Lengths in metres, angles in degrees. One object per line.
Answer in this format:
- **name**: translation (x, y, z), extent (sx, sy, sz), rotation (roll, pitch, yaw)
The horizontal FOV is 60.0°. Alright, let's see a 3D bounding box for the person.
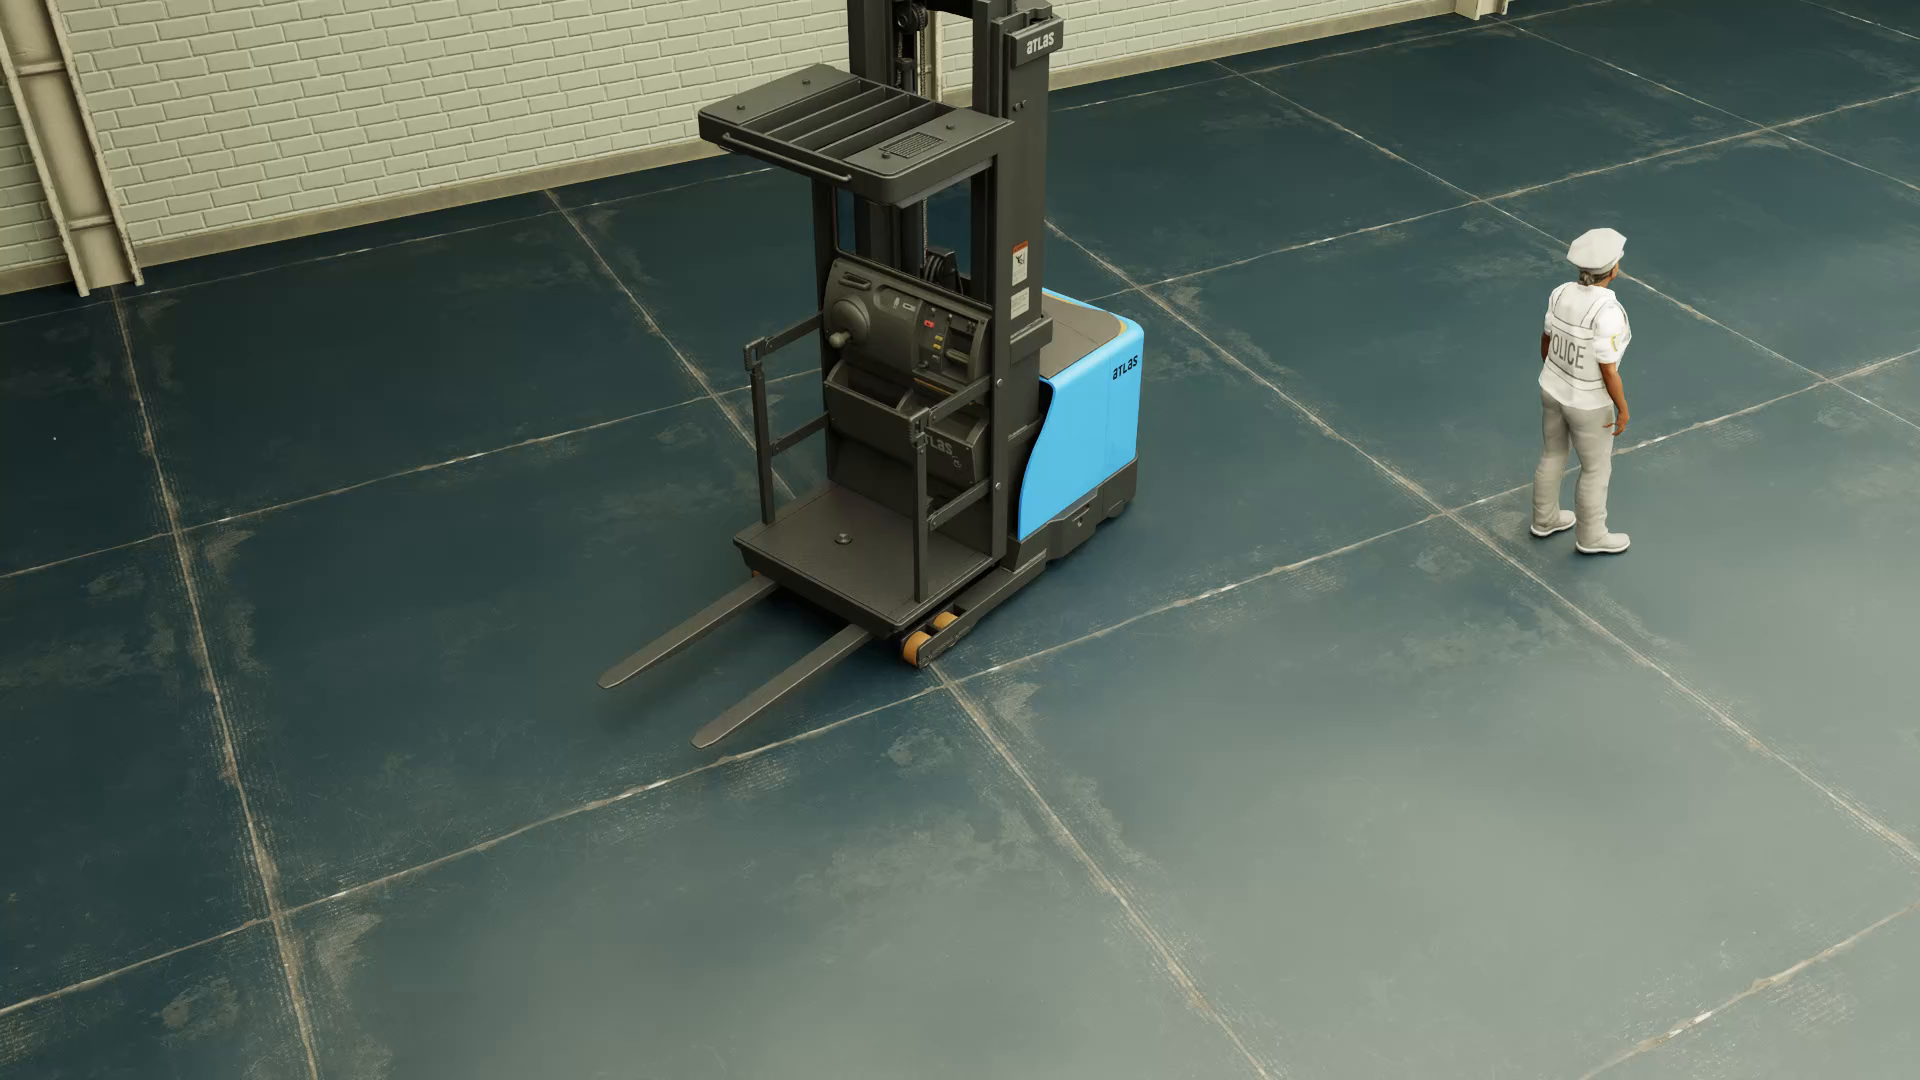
- **person**: translation (3.123, -0.733, 8.218), extent (0.530, 1.694, 0.569), rotation (-15, 38, -20)

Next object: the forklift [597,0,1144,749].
- **forklift**: translation (-0.390, -0.927, 7.434), extent (1.130, 2.935, 3.031), rotation (26, 43, 31)
